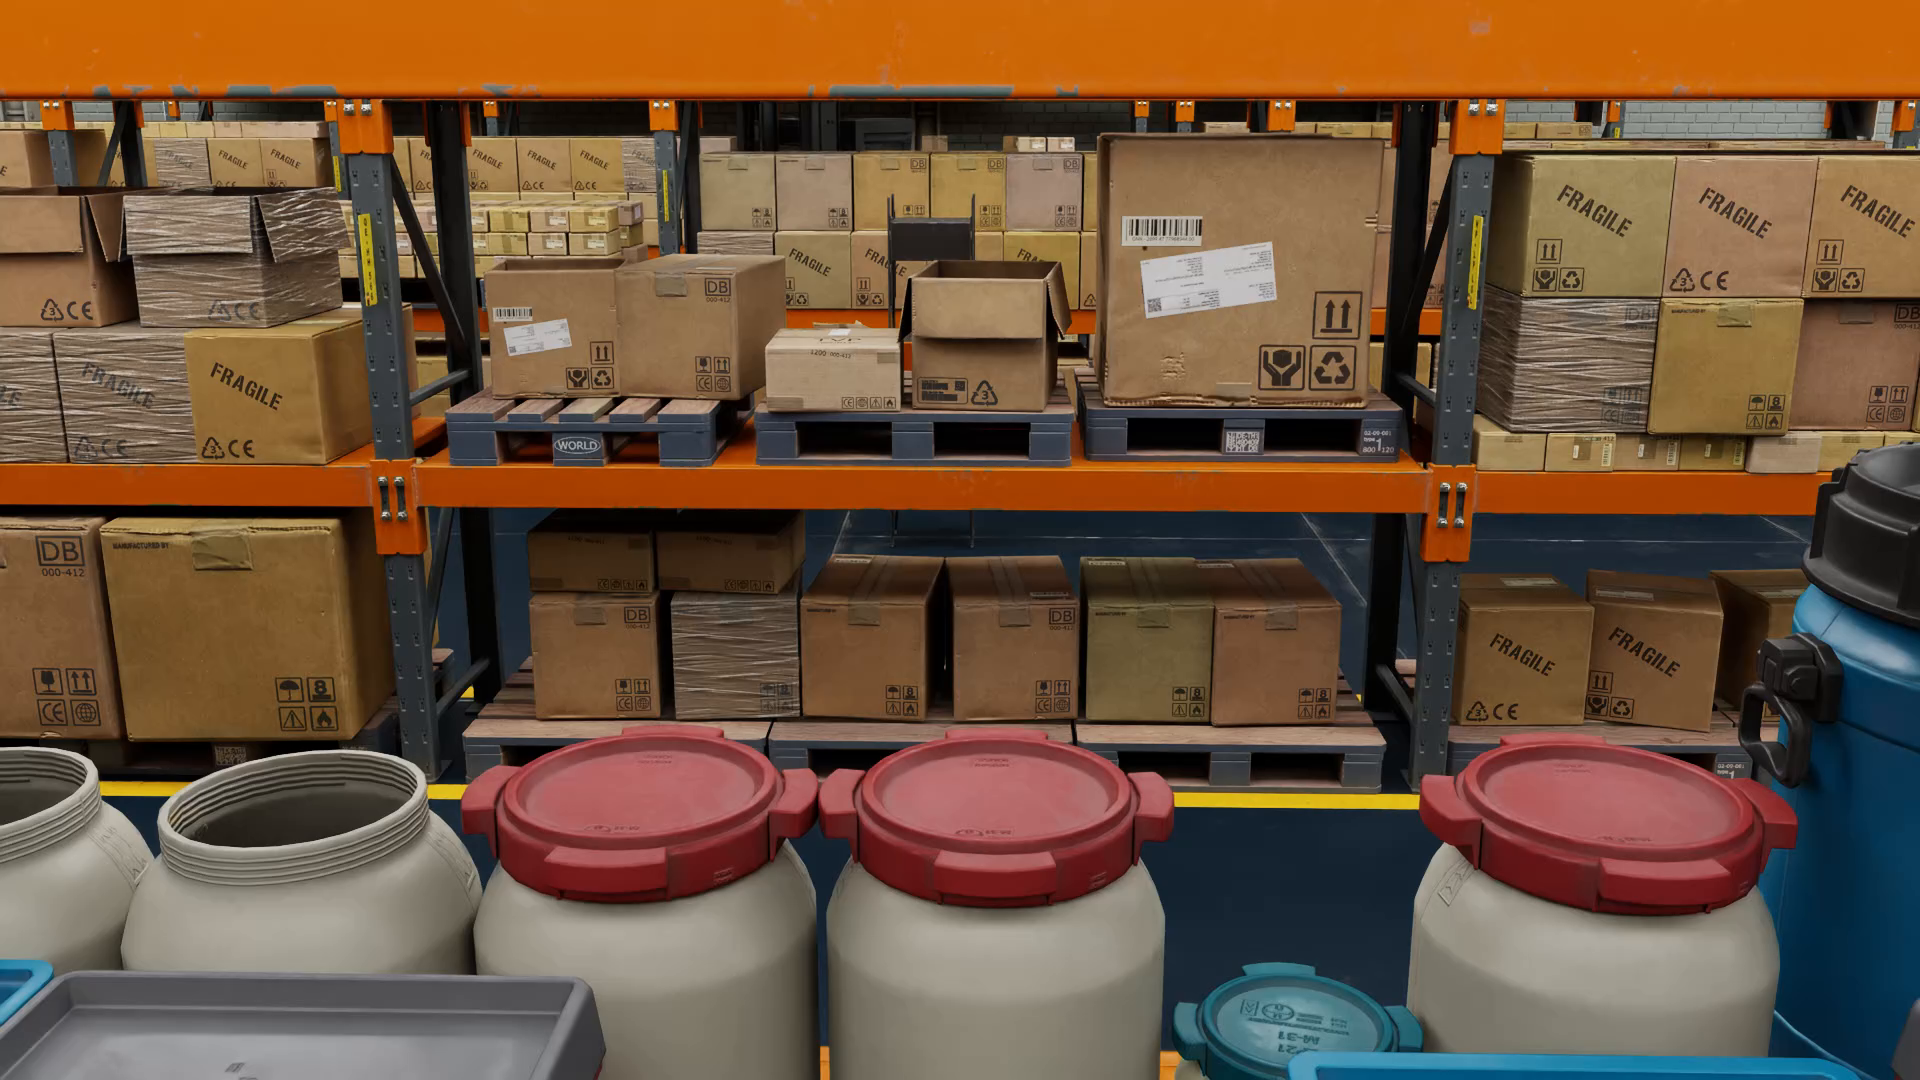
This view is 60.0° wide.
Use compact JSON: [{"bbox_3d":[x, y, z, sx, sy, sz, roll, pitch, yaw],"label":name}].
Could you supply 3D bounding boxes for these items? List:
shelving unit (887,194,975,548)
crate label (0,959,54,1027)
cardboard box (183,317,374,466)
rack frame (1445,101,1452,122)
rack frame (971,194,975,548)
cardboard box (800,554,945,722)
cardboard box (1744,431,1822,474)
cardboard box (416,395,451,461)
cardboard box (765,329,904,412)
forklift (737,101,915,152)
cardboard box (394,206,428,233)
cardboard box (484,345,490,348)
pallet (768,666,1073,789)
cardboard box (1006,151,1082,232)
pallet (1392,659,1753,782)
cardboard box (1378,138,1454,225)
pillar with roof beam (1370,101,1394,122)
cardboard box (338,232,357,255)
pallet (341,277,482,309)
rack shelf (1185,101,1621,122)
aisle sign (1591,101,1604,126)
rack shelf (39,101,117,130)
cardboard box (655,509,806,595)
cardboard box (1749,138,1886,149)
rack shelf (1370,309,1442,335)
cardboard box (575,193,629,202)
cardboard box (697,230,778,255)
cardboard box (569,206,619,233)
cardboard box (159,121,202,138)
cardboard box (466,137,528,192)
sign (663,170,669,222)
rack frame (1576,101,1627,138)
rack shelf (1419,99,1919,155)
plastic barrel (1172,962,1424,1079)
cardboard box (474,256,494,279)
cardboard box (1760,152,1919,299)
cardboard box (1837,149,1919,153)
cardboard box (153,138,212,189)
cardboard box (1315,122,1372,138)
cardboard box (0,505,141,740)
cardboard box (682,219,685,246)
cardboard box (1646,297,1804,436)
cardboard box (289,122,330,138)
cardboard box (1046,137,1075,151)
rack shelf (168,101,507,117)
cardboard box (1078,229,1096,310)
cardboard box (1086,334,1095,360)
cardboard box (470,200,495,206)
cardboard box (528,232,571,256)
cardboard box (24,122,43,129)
[{"bbox_3d":[-0.165,-1.016,10.076,0.503,2.100,0.431,0,15,1],"label":"shelving unit"},{"bbox_3d":[-1.284,0.720,1.660,0.616,0.435,0.502,0,15,1],"label":"crate label"},{"bbox_3d":[-2.644,-0.589,6.498,0.500,0.500,0.500,1,15,3],"label":"cardboard box"},{"bbox_3d":[6.229,-4.342,20.917,0.127,3.000,1.000,0,15,1],"label":"rack frame"},{"bbox_3d":[0.078,-1.015,10.070,0.015,2.100,0.400,0,15,1],"label":"rack frame"},{"bbox_3d":[-0.352,0.396,6.995,0.500,0.500,0.700,2,15,6],"label":"cardboard box"},{"bbox_3d":[3.061,-0.365,6.334,0.250,0.149,0.380,0,15,1],"label":"cardboard box"},{"bbox_3d":[-3.629,-0.801,11.572,0.500,0.500,0.500,0,15,-1],"label":"cardboard box"},{"bbox_3d":[-0.475,-0.662,6.440,0.500,0.250,0.500,0,15,0],"label":"cardboard box"},{"bbox_3d":[-1.071,-2.536,14.205,1.130,2.935,3.031,12,19,37],"label":"forklift"},{"bbox_3d":[-3.711,-2.130,11.035,0.250,0.149,0.380,1,15,4],"label":"cardboard box"},{"bbox_3d":[-3.107,-1.292,11.963,0.500,0.250,0.500,0,15,1],"label":"cardboard box"},{"bbox_3d":[-0.147,0.761,7.040,1.213,0.211,1.003,0,15,1],"label":"pallet"},{"bbox_3d":[0.566,-2.379,11.321,0.500,0.500,0.700,0,15,2],"label":"cardboard box"},{"bbox_3d":[2.527,0.769,7.013,1.213,0.211,1.003,0,15,1],"label":"pallet"},{"bbox_3d":[3.003,-2.449,11.331,0.550,0.550,0.875,0,15,1],"label":"cardboard box"},{"bbox_3d":[5.446,-6.379,16.879,0.400,9.000,9.100,0,15,1],"label":"pillar with roof beam"},{"bbox_3d":[-3.970,-1.987,11.078,0.250,0.149,0.380,0,15,0],"label":"cardboard box"},{"bbox_3d":[-3.897,-1.775,11.564,1.213,0.211,1.003,0,15,1],"label":"pallet"},{"bbox_3d":[4.107,-4.192,15.878,4.000,0.370,1.077,0,15,1],"label":"rack shelf"},{"bbox_3d":[6.176,-4.412,16.086,0.004,0.787,0.394,0,15,1],"label":"aisle sign"},{"bbox_3d":[-7.915,-3.007,11.387,4.000,0.370,1.077,0,15,1],"label":"rack shelf"},{"bbox_3d":[-0.943,0.030,6.914,0.500,0.250,0.500,2,15,8],"label":"cardboard box"},{"bbox_3d":[5.711,-2.420,11.222,0.550,0.550,0.875,0,15,1],"label":"cardboard box"},{"bbox_3d":[4.081,-1.478,11.473,4.000,0.370,1.077,0,15,1],"label":"rack shelf"},{"bbox_3d":[-3.407,-3.236,16.041,0.500,0.250,0.500,0,15,0],"label":"cardboard box"},{"bbox_3d":[-1.475,-1.842,11.245,0.500,0.500,0.500,1,15,2],"label":"cardboard box"},{"bbox_3d":[-2.418,-2.121,11.001,0.250,0.149,0.380,0,15,-1],"label":"cardboard box"},{"bbox_3d":[-7.482,-3.945,15.985,0.250,0.149,0.380,0,15,0],"label":"cardboard box"},{"bbox_3d":[-4.447,-3.610,15.986,0.500,0.500,0.500,0,15,0],"label":"cardboard box"},{"bbox_3d":[-1.921,-2.248,10.867,0.005,0.325,0.100,0,15,1],"label":"sign"},{"bbox_3d":[6.106,-3.076,16.119,0.127,3.000,1.000,0,15,1],"label":"rack frame"},{"bbox_3d":[3.854,-1.664,6.299,4.000,0.370,1.077,0,15,1],"label":"rack shelf"},{"bbox_3d":[0.409,0.707,2.050,0.301,0.262,0.301,0,15,0],"label":"plastic barrel"},{"bbox_3d":[-3.176,-1.839,11.100,0.250,0.149,0.380,0,15,1],"label":"cardboard box"},{"bbox_3d":[3.297,-1.177,6.180,0.500,0.500,0.500,0,15,1],"label":"cardboard box"},{"bbox_3d":[3.811,-1.307,6.676,0.500,0.500,0.500,0,15,1],"label":"cardboard box"},{"bbox_3d":[-7.385,-3.625,16.044,0.500,0.500,0.500,1,15,2],"label":"cardboard box"},{"bbox_3d":[3.553,-3.701,15.747,0.500,0.500,0.700,0,15,0],"label":"cardboard box"},{"bbox_3d":[-3.725,0.206,7.022,0.875,0.875,1.225,0,15,2],"label":"cardboard box"},{"bbox_3d":[-2.403,-2.993,16.098,0.500,0.250,0.500,0,15,-1],"label":"cardboard box"},{"bbox_3d":[2.802,-0.736,6.471,0.500,0.500,0.875,0,15,1],"label":"cardboard box"},{"bbox_3d":[-6.206,-3.921,15.893,0.250,0.149,0.380,0,15,0],"label":"cardboard box"},{"bbox_3d":[0.951,-3.758,15.829,0.250,0.149,0.380,0,15,0],"label":"cardboard box"},{"bbox_3d":[-7.766,-5.536,20.972,4.000,0.370,1.077,0,15,1],"label":"rack shelf"},{"bbox_3d":[1.049,-1.826,11.185,0.500,0.500,0.500,0,15,1],"label":"cardboard box"},{"bbox_3d":[1.583,-2.037,16.510,0.625,0.372,0.950,1,15,2],"label":"cardboard box"},{"bbox_3d":[-3.423,-2.294,11.657,0.250,0.149,0.380,1,15,4],"label":"cardboard box"},{"bbox_3d":[-2.689,-1.979,11.047,0.250,0.149,0.380,1,15,4],"label":"cardboard box"},{"bbox_3d":[-8.756,-3.941,15.971,0.250,0.149,0.380,0,15,0],"label":"cardboard box"}]
